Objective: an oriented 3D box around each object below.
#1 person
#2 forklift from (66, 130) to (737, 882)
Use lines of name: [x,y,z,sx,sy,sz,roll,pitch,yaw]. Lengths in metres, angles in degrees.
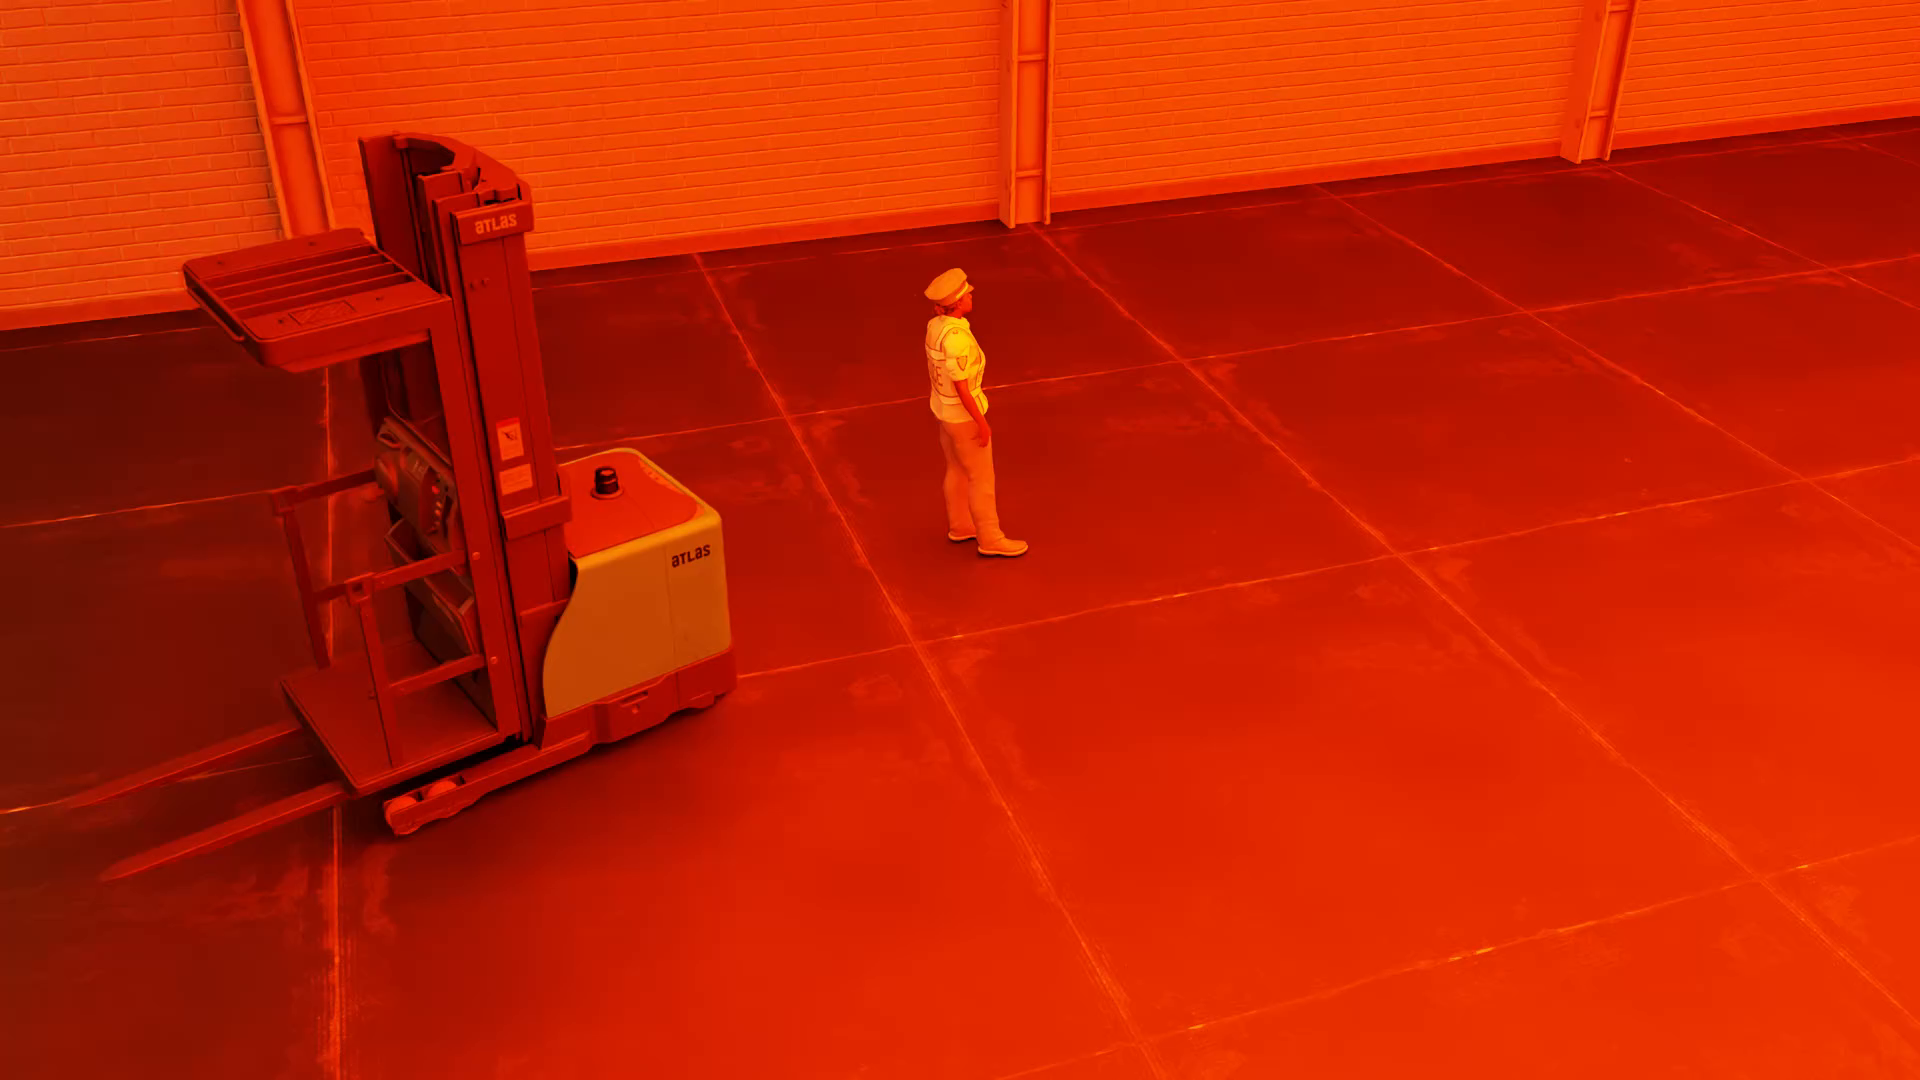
person: [0.078,-0.744,9.604,0.528,1.697,0.570,-10,31,-16]
forklift: [-2.633,-0.214,7.460,3.031,2.935,1.130,-21,36,-32]
